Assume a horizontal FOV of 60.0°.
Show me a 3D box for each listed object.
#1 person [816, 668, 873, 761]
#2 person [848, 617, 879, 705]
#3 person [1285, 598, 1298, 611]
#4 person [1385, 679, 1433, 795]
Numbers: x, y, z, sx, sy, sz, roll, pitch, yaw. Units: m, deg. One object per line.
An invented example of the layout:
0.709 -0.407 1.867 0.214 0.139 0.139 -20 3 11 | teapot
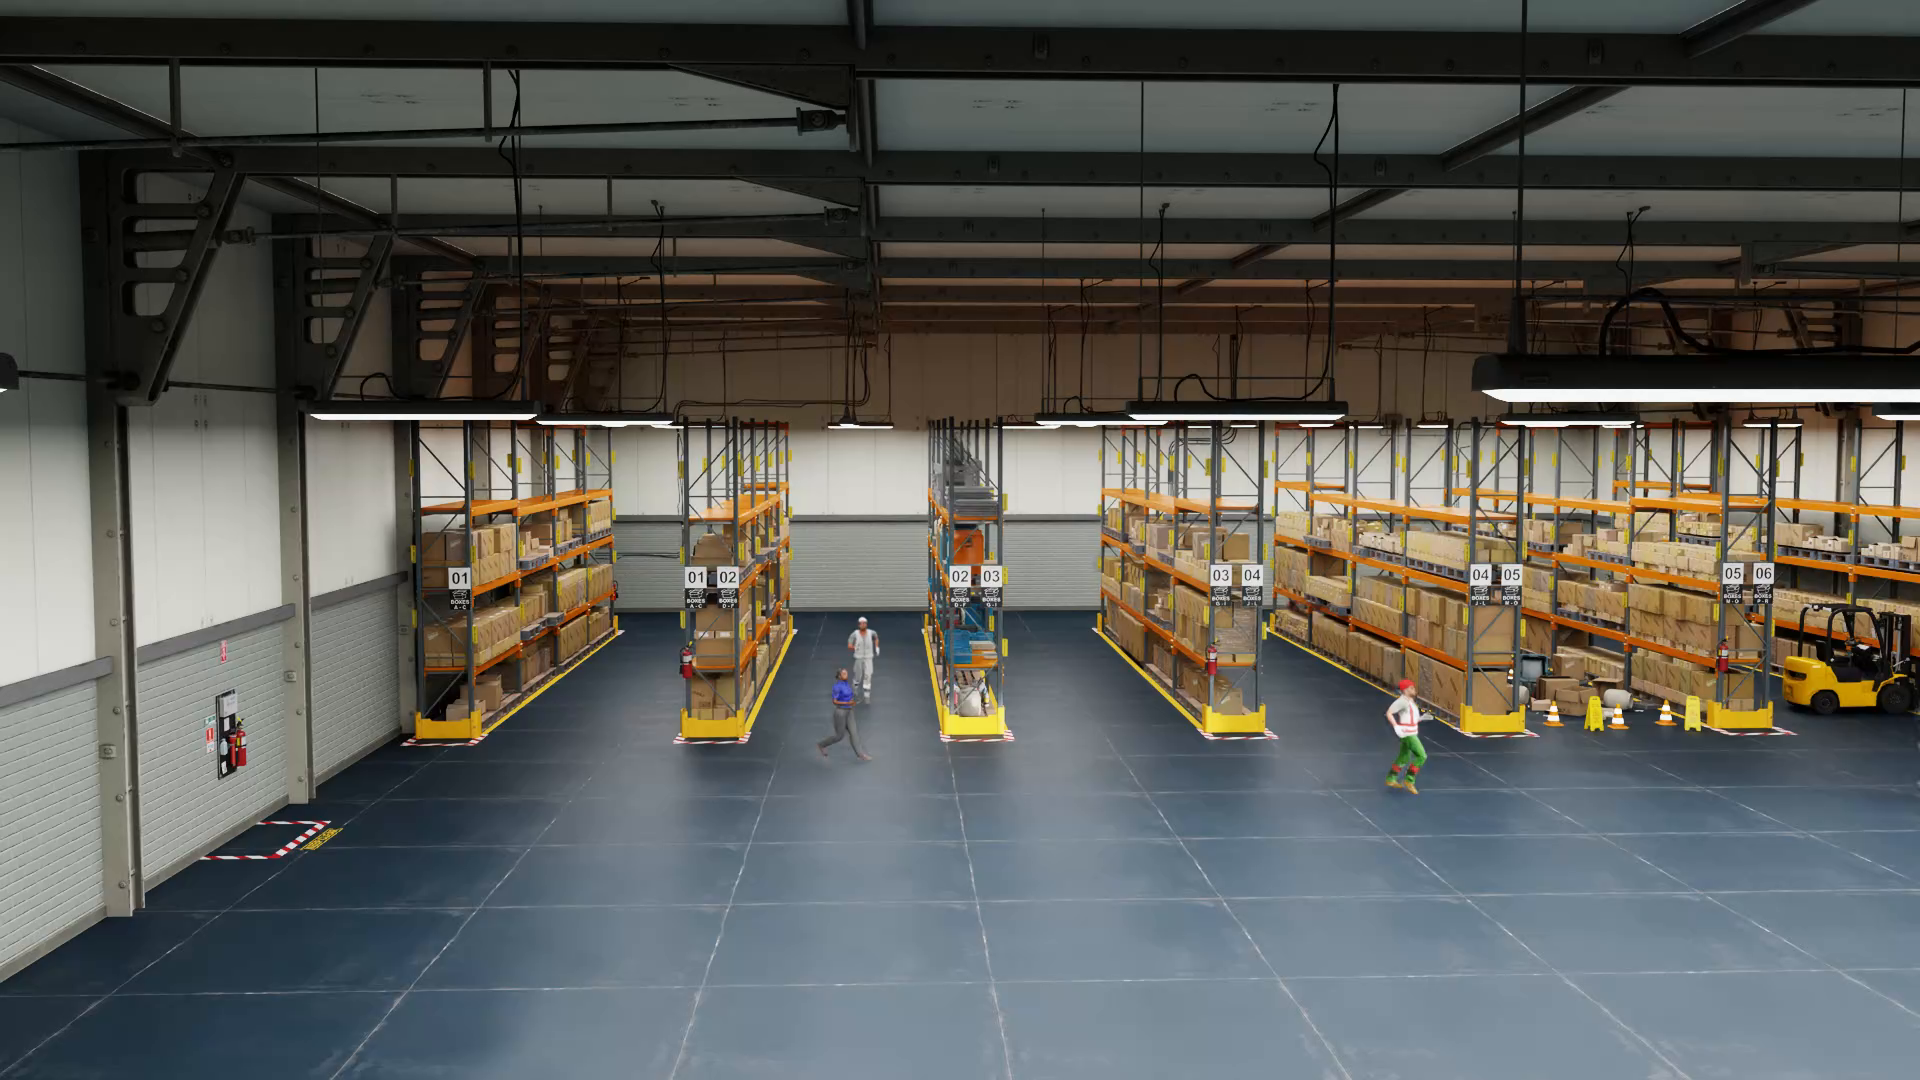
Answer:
-1.983 3.000 28.706 1.044 1.598 0.594 2 4 26 | person
-2.047 2.524 35.229 0.672 1.799 1.003 -1 4 -8 | person
9.903 1.712 49.009 0.765 1.662 0.574 0 4 3 | person
7.099 3.110 26.339 0.717 1.817 0.641 2 4 23 | person
